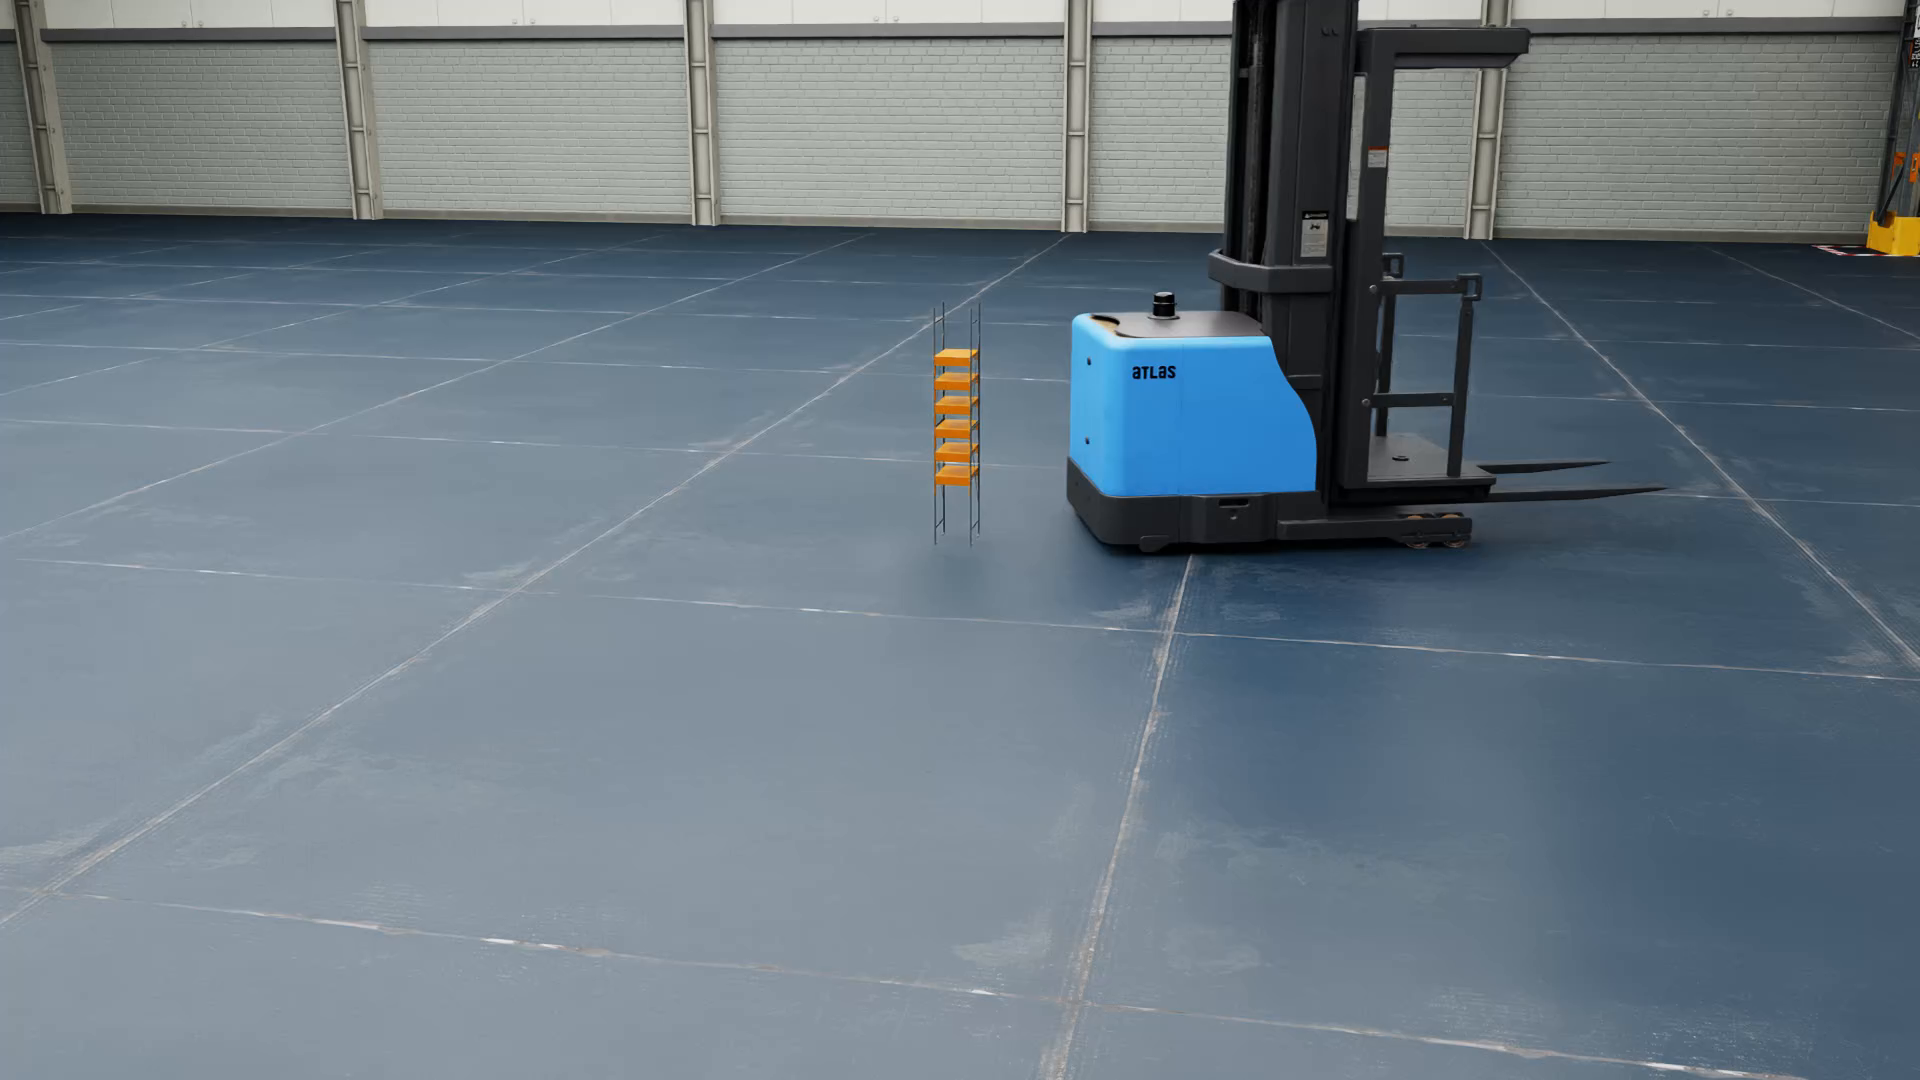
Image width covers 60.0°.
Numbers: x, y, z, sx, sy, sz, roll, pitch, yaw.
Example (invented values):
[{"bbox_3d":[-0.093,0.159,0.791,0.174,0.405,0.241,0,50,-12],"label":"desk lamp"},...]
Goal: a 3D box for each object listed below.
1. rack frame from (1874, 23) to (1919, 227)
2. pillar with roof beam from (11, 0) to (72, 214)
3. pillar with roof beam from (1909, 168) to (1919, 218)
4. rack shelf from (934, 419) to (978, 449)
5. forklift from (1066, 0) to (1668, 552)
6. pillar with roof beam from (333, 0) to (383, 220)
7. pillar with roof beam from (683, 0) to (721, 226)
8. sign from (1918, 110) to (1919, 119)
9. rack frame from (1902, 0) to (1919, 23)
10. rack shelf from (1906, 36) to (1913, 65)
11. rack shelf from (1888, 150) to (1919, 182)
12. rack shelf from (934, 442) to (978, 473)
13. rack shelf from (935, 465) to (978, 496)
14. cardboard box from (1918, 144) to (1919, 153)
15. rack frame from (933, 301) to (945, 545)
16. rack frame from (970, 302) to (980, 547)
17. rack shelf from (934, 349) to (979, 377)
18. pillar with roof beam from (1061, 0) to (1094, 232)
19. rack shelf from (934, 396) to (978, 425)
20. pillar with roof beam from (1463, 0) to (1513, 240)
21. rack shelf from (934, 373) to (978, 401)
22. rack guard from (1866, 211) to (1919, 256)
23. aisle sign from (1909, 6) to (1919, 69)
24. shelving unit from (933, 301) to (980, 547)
[{"bbox_3d":[12.684,-5.403,22.377,0.127,3.000,1.000,3,16,11],"label":"rack frame"},{"bbox_3d":[-16.714,-8.953,23.954,0.400,9.000,9.100,3,16,11],"label":"pillar with roof beam"},{"bbox_3d":[12.684,-7.357,18.193,0.400,9.000,9.100,3,16,11],"label":"pillar with roof beam"},{"bbox_3d":[-0.014,-0.536,8.346,0.180,0.103,0.258,3,16,11],"label":"rack shelf"},{"bbox_3d":[2.136,-1.506,8.438,3.031,2.935,1.130,-2,16,-7],"label":"forklift"},{"bbox_3d":[-10.834,-8.633,22.802,0.400,9.000,9.100,3,16,11],"label":"pillar with roof beam"},{"bbox_3d":[-4.955,-8.314,21.650,0.400,9.000,9.100,3,16,11],"label":"pillar with roof beam"},{"bbox_3d":[12.576,-5.678,21.749,0.005,0.325,0.100,3,16,11],"label":"sign"},{"bbox_3d":[12.684,-8.294,21.576,0.127,3.000,1.000,3,16,11],"label":"rack frame"},{"bbox_3d":[14.644,-6.395,21.688,4.000,0.370,1.077,3,16,11],"label":"rack shelf"},{"bbox_3d":[14.644,-4.950,22.089,4.000,0.370,1.077,3,16,11],"label":"rack shelf"},{"bbox_3d":[-0.014,-0.421,8.379,0.180,0.103,0.258,3,16,11],"label":"rack shelf"},{"bbox_3d":[-0.014,-0.305,8.411,0.180,0.103,0.258,3,16,11],"label":"rack shelf"},{"bbox_3d":[13.181,-5.366,22.487,0.500,0.250,0.500,3,16,12],"label":"cardboard box"},{"bbox_3d":[-0.104,-0.584,8.352,0.006,1.200,0.240,3,16,11],"label":"rack frame"},{"bbox_3d":[0.075,-0.574,8.317,0.006,1.200,0.240,3,16,11],"label":"rack frame"},{"bbox_3d":[-0.014,-0.883,8.250,0.180,0.103,0.258,3,16,11],"label":"rack shelf"},{"bbox_3d":[0.925,-7.995,20.497,0.400,9.000,9.100,3,16,11],"label":"pillar with roof beam"},{"bbox_3d":[-0.014,-0.652,8.314,0.180,0.103,0.258,3,16,11],"label":"rack shelf"},{"bbox_3d":[6.805,-7.676,19.345,0.400,9.000,9.100,3,16,11],"label":"pillar with roof beam"},{"bbox_3d":[-0.014,-0.767,8.282,0.180,0.103,0.258,3,16,11],"label":"rack shelf"},{"bbox_3d":[12.758,-4.194,22.696,0.348,0.500,1.175,3,16,11],"label":"rack guard"},{"bbox_3d":[12.554,-6.581,21.760,0.004,0.787,0.394,3,16,11],"label":"aisle sign"},{"bbox_3d":[-0.014,-0.579,8.335,0.189,1.200,0.258,3,16,11],"label":"shelving unit"}]
